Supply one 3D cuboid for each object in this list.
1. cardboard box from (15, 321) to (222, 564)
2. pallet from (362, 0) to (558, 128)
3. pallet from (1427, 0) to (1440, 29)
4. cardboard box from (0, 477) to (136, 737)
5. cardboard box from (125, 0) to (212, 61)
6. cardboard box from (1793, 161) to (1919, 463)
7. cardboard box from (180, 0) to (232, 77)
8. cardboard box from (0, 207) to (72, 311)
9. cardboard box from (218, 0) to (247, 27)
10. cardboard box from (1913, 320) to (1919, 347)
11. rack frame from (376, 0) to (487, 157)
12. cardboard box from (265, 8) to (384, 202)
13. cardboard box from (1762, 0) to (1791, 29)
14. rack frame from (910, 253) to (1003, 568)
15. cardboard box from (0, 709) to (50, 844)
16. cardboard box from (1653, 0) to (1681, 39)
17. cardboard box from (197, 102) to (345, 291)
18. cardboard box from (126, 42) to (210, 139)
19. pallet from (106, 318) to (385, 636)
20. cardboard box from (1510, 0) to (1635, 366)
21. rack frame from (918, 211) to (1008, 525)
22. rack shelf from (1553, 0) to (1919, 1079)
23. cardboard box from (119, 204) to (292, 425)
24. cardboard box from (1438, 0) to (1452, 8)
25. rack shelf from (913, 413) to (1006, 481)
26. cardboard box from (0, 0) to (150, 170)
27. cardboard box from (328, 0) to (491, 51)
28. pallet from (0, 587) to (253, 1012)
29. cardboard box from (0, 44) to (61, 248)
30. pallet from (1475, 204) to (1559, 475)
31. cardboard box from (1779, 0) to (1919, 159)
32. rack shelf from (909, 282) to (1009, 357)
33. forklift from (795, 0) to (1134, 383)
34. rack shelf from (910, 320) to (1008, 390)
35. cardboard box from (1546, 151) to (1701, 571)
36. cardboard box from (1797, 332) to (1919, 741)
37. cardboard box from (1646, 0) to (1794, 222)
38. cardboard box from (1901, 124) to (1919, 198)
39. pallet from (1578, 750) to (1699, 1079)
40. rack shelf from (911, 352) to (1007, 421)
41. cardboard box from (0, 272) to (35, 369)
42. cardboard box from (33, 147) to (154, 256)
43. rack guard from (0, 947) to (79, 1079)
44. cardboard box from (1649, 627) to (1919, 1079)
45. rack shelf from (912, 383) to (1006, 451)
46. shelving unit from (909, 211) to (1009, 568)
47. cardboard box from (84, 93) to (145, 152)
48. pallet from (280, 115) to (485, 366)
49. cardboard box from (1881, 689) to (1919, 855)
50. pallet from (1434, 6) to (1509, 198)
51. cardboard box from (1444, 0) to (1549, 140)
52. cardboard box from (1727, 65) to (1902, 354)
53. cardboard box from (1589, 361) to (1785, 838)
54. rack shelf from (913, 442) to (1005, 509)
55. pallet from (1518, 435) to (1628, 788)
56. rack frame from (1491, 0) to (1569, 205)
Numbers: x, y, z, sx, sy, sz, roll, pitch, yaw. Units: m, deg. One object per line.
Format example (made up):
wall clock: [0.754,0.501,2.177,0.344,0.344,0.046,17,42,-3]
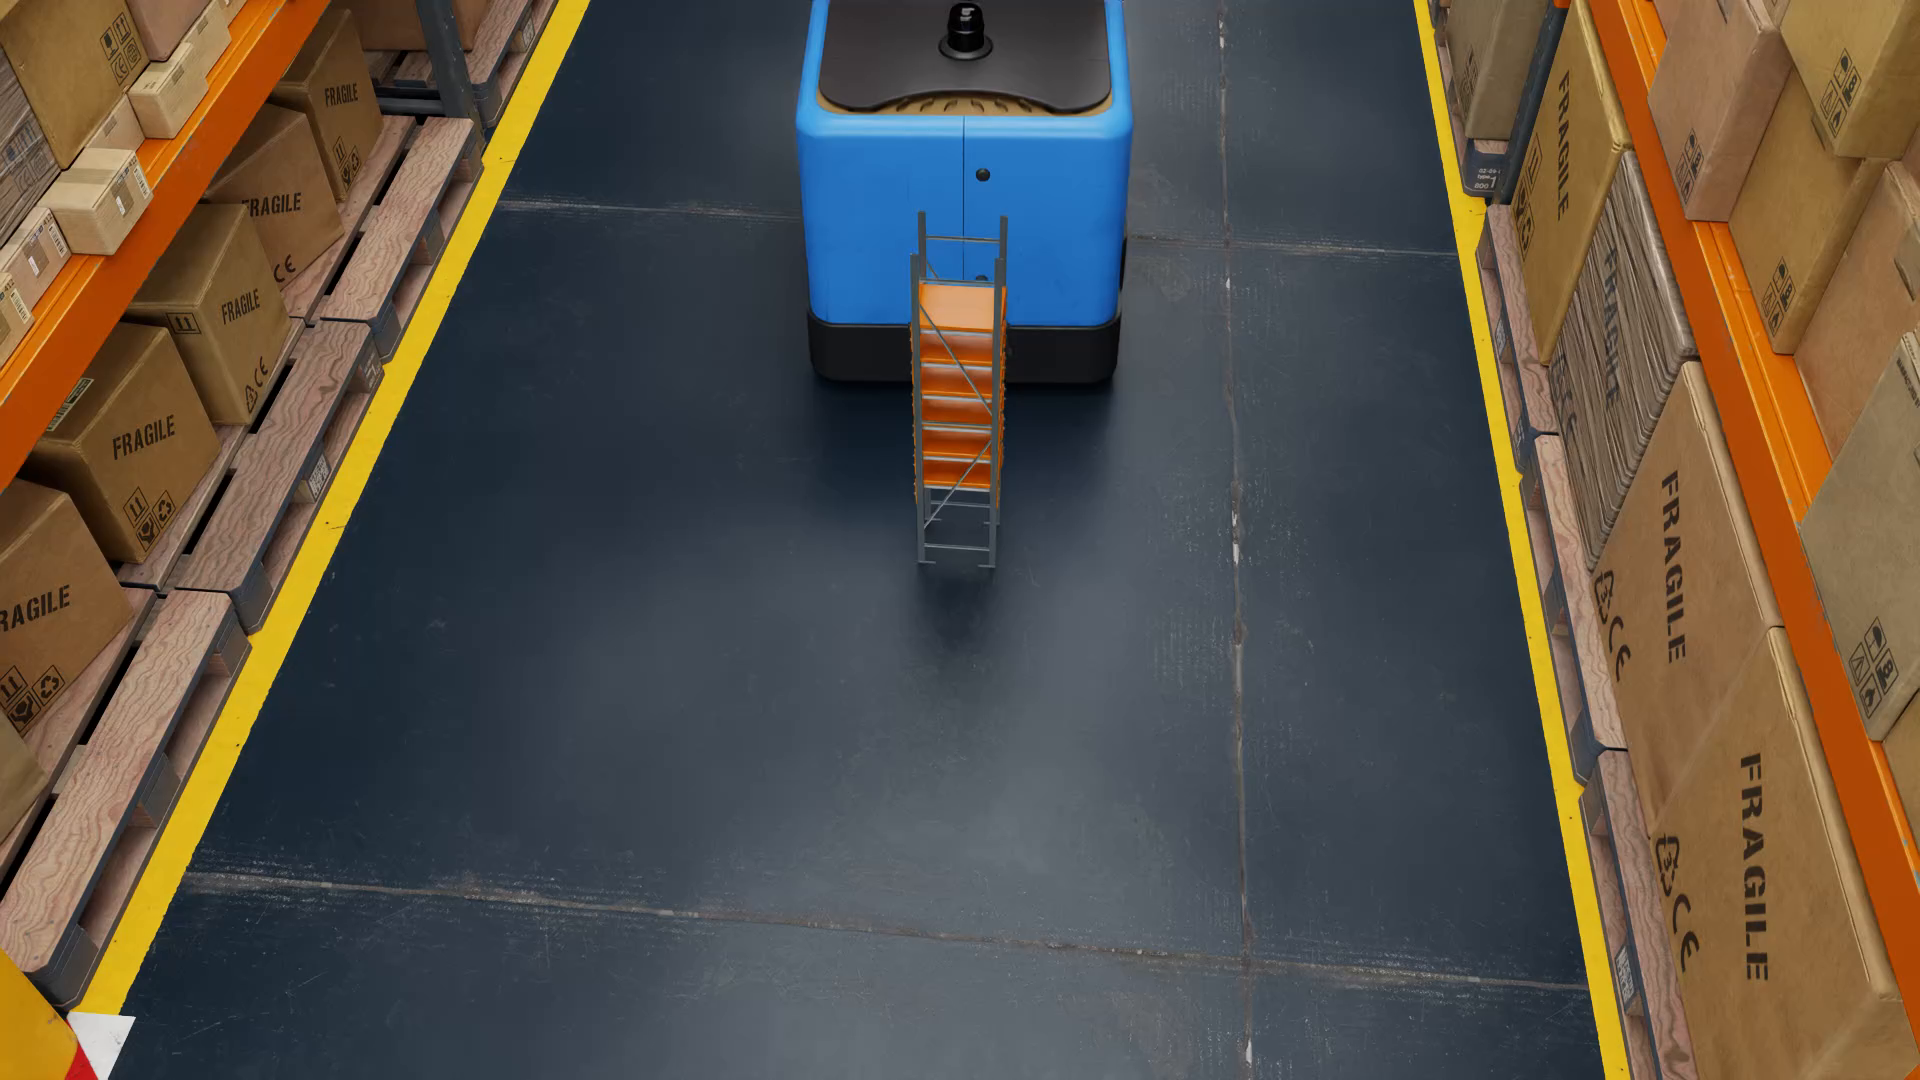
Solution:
cardboard box: [-2.605,-0.309,4.909,0.500,0.500,0.500,8,48,7]
pallet: [-2.341,-2.223,7.140,1.003,0.211,1.213,4,48,4]
pallet: [2.624,-2.714,7.589,1.003,0.211,1.213,4,48,4]
cardboard box: [-2.681,0.150,4.489,0.500,0.500,0.500,15,49,14]
cardboard box: [-2.539,-1.660,4.466,0.875,0.500,0.500,4,48,4]
cardboard box: [2.348,-0.380,3.463,0.875,0.550,0.550,4,48,4]
cardboard box: [-2.301,-1.414,4.681,0.380,0.149,0.250,4,48,4]
cardboard box: [-2.404,-0.680,4.009,0.380,0.149,0.250,4,48,4]
cardboard box: [-2.318,-1.600,4.851,0.380,0.149,0.250,4,48,4]
cardboard box: [2.186,-0.340,2.695,0.875,0.550,0.550,4,48,4]
rack frame: [-2.410,-2.592,5.588,1.000,3.000,0.127,4,48,4]
cardboard box: [-2.487,-1.599,6.089,0.500,0.500,0.500,3,48,2]
cardboard box: [2.331,-1.531,3.784,0.875,0.550,0.550,4,48,4]
rack frame: [-0.010,-0.327,4.736,0.240,1.200,0.006,4,48,4]
cardboard box: [-2.701,0.592,4.085,0.500,0.500,0.500,12,49,11]
cardboard box: [2.470,-1.557,4.540,0.875,0.550,0.550,4,48,4]
cardboard box: [-2.531,-1.177,5.703,0.500,0.500,0.500,18,50,16]
cardboard box: [-2.289,-1.228,4.510,0.380,0.149,0.250,4,48,4]
pallet: [-2.545,-0.256,5.341,1.003,0.211,1.213,4,48,4]
cardboard box: [2.393,-1.151,5.425,0.875,0.875,0.875,5,48,4]
rack frame: [0.007,-0.462,4.859,0.240,1.200,0.006,4,48,4]
rack shelf: [2.337,-0.471,4.136,1.077,0.370,4.000,4,48,4]
cardboard box: [-2.510,-0.716,5.281,0.500,0.500,0.500,0,48,0]
cardboard box: [2.578,-2.737,6.961,1.050,0.750,0.750,4,48,4]
rack shelf: [-0.001,-0.283,4.919,0.258,0.103,0.180,4,48,4]
cardboard box: [-2.626,-1.295,4.133,0.875,0.500,0.500,4,48,4]
cardboard box: [-2.333,-2.346,6.759,0.700,0.500,0.500,1,48,1]
pallet: [-2.659,0.638,4.523,1.003,0.211,1.213,4,48,4]
cardboard box: [-2.683,-0.929,3.797,0.875,0.500,0.500,4,48,4]
pallet: [2.373,-0.689,5.737,1.003,0.211,1.213,4,48,4]
cardboard box: [2.291,-1.141,3.427,0.875,0.550,0.500,4,48,4]
rack shelf: [-0.001,-0.607,4.565,0.258,0.103,0.180,4,48,4]
forklift: [0.037,-2.595,5.637,1.130,2.935,3.031,1,48,1]
rack shelf: [-0.001,-0.526,4.653,0.258,0.103,0.180,4,48,4]
cardboard box: [2.314,-0.488,4.819,0.875,0.875,0.875,4,48,4]
cardboard box: [2.172,0.024,3.094,0.875,0.550,0.550,4,48,4]
cardboard box: [2.304,-1.168,4.184,0.875,0.550,0.550,4,48,4]
cardboard box: [2.372,-0.742,3.063,0.875,0.550,0.550,4,48,4]
pallet: [2.150,1.104,4.097,1.003,0.211,1.213,4,48,4]
rack shelf: [-0.001,-0.445,4.742,0.258,0.103,0.180,4,48,4]
cardboard box: [-2.400,-0.494,3.840,0.380,0.149,0.250,4,48,4]
cardboard box: [-2.278,-0.857,4.171,0.380,0.149,0.250,4,48,4]
rack guard: [-2.768,1.135,3.873,1.175,0.500,0.348,4,48,4]
cardboard box: [2.151,0.828,3.615,0.875,0.875,0.875,4,48,4]
rack shelf: [-0.001,-0.364,4.830,0.258,0.103,0.180,4,48,4]
shelving unit: [-0.001,-0.394,4.798,0.258,1.200,0.189,4,48,4]
cardboard box: [-2.388,-1.049,4.347,0.380,0.149,0.250,4,48,4]
pallet: [-2.436,-1.155,6.163,1.003,0.211,1.213,4,48,4]
cardboard box: [2.144,0.429,2.723,0.875,0.550,0.550,4,48,4]
pallet: [2.515,-1.815,6.767,1.003,0.211,1.213,4,48,4]
cardboard box: [2.487,-2.029,6.313,1.050,0.750,0.750,4,48,3]
cardboard box: [2.355,-0.772,3.821,0.875,0.550,0.500,4,48,4]
cardboard box: [2.229,0.181,4.207,0.875,0.875,0.875,3,48,3]
rack shelf: [-0.001,-0.202,5.007,0.258,0.103,0.180,4,48,4]
pallet: [2.264,0.210,4.915,1.003,0.211,1.213,4,48,4]
rack frame: [2.520,-2.184,5.215,1.000,3.000,0.127,4,48,4]
